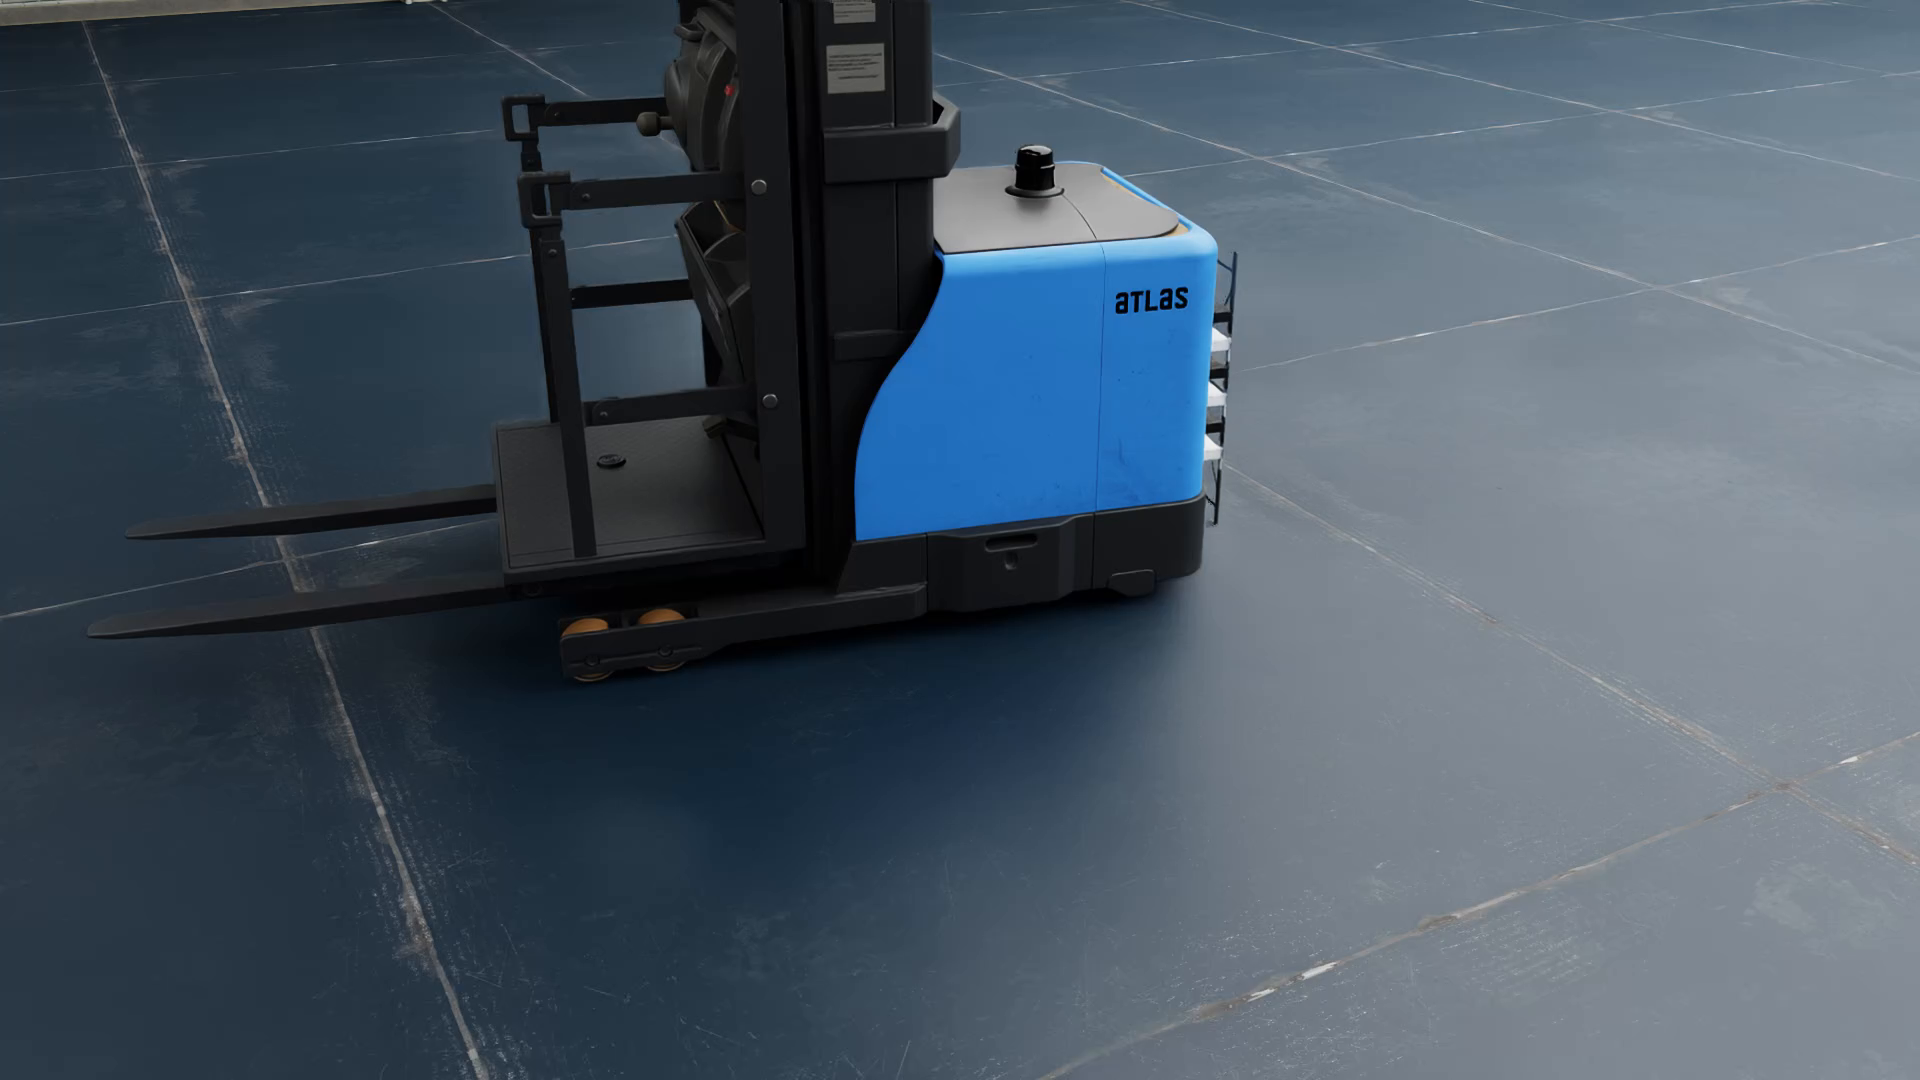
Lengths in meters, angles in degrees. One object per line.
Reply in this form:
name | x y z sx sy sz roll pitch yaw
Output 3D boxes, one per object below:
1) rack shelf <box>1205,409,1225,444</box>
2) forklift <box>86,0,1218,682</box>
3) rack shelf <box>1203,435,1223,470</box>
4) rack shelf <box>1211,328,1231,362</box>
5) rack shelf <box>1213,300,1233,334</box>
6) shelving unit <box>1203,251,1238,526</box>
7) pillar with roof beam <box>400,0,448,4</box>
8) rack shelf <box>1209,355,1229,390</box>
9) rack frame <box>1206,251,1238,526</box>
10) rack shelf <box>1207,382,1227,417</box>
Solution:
rack shelf | 0.695 -0.376 5.279 0.200 0.077 0.258 -7 27 -14
forklift | -0.859 -1.196 4.355 3.031 2.935 1.130 -7 27 -14
rack shelf | 0.695 -0.295 5.318 0.200 0.077 0.258 -7 27 -14
rack shelf | 0.695 -0.620 5.162 0.200 0.077 0.258 -7 27 -14
rack shelf | 0.695 -0.701 5.123 0.200 0.077 0.258 -7 27 -14
shelving unit | 0.695 -0.488 5.226 0.210 0.900 0.258 -7 27 -14
pillar with roof beam | -3.199 -7.665 10.819 0.400 9.000 9.100 -13 29 -25
rack shelf | 0.695 -0.539 5.201 0.200 0.077 0.258 -7 27 -14
rack frame | 0.793 -0.500 5.251 0.006 0.900 0.240 -7 27 -14
rack shelf | 0.695 -0.458 5.240 0.200 0.077 0.258 -7 27 -14
